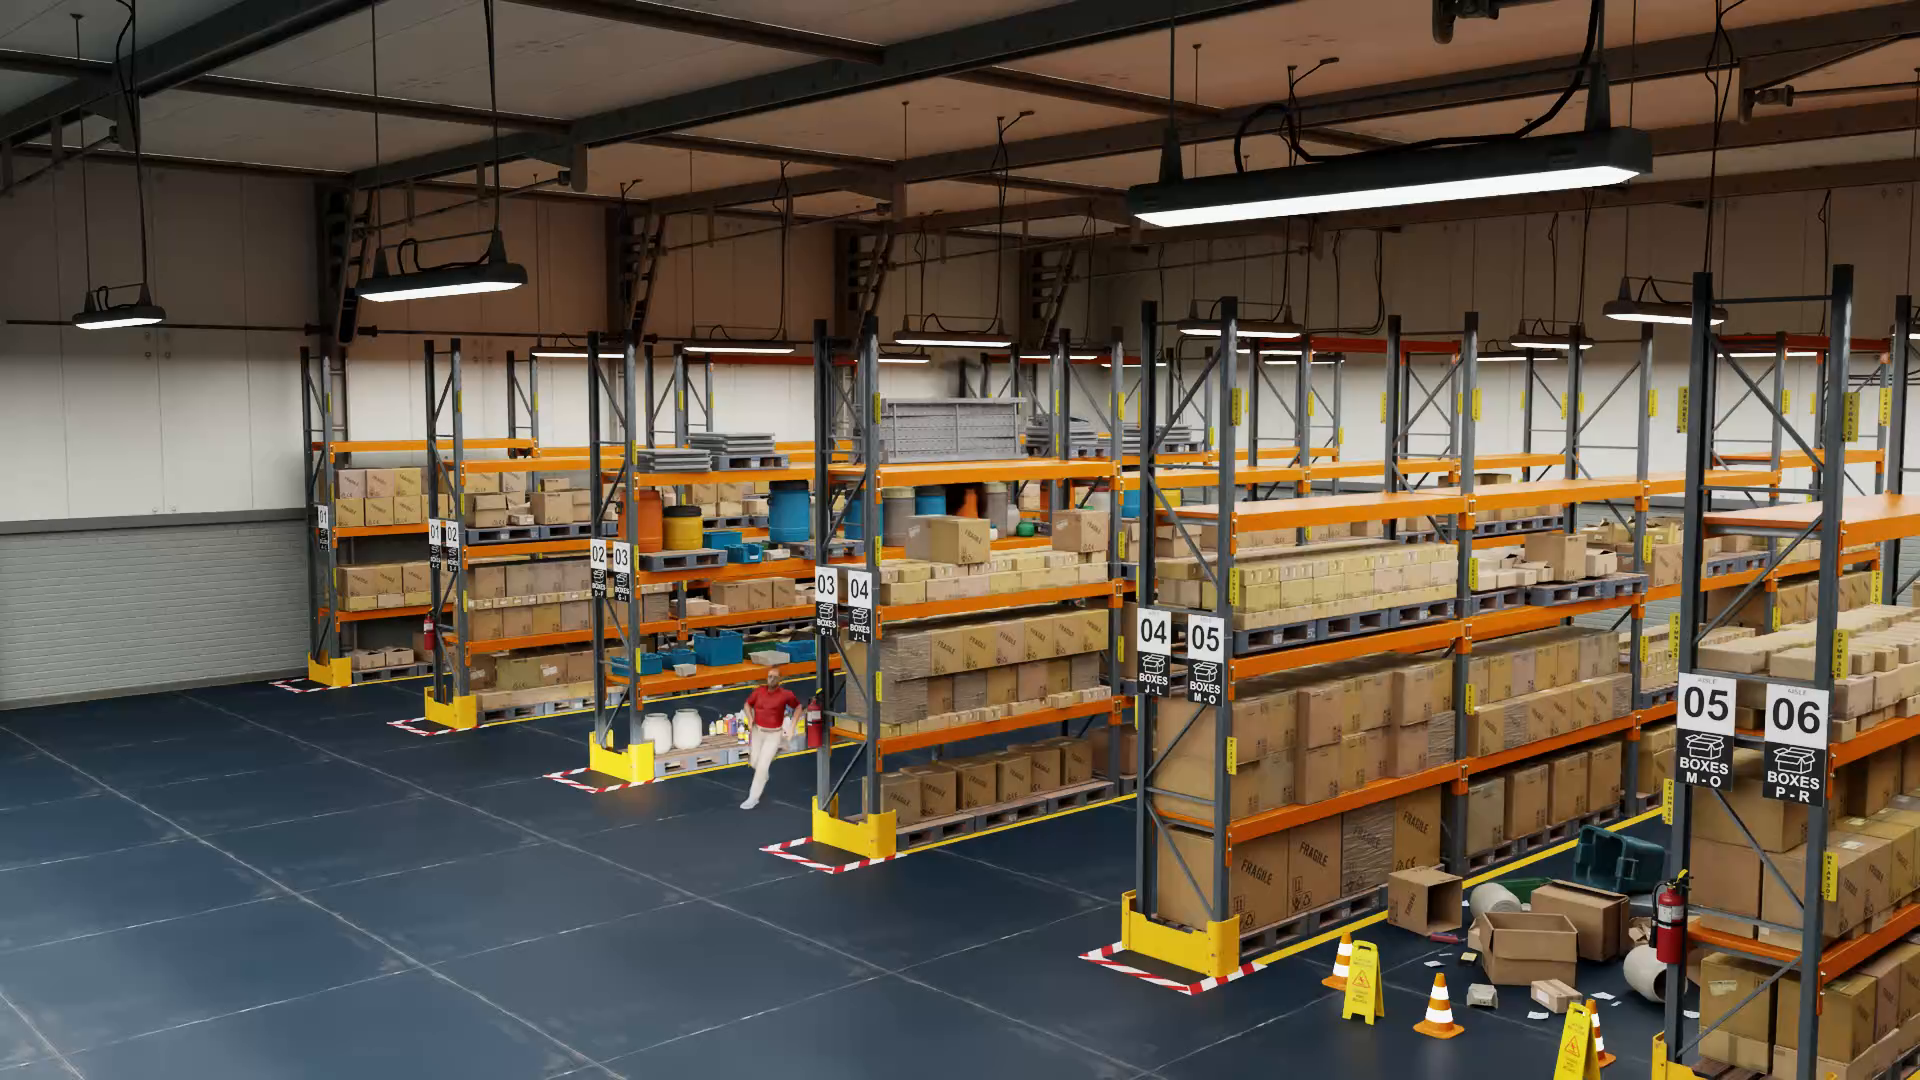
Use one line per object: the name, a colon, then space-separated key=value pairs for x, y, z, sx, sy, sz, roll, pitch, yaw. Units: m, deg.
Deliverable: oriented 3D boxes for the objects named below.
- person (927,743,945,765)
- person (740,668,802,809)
person: x=-0.292 y=2.282 z=23.060 sx=0.690 sy=1.734 sz=0.631 roll=4 pitch=7 yaw=42
person: x=-2.420 y=2.467 z=20.974 sx=0.742 sy=1.700 sz=0.972 roll=2 pitch=5 yaw=18
